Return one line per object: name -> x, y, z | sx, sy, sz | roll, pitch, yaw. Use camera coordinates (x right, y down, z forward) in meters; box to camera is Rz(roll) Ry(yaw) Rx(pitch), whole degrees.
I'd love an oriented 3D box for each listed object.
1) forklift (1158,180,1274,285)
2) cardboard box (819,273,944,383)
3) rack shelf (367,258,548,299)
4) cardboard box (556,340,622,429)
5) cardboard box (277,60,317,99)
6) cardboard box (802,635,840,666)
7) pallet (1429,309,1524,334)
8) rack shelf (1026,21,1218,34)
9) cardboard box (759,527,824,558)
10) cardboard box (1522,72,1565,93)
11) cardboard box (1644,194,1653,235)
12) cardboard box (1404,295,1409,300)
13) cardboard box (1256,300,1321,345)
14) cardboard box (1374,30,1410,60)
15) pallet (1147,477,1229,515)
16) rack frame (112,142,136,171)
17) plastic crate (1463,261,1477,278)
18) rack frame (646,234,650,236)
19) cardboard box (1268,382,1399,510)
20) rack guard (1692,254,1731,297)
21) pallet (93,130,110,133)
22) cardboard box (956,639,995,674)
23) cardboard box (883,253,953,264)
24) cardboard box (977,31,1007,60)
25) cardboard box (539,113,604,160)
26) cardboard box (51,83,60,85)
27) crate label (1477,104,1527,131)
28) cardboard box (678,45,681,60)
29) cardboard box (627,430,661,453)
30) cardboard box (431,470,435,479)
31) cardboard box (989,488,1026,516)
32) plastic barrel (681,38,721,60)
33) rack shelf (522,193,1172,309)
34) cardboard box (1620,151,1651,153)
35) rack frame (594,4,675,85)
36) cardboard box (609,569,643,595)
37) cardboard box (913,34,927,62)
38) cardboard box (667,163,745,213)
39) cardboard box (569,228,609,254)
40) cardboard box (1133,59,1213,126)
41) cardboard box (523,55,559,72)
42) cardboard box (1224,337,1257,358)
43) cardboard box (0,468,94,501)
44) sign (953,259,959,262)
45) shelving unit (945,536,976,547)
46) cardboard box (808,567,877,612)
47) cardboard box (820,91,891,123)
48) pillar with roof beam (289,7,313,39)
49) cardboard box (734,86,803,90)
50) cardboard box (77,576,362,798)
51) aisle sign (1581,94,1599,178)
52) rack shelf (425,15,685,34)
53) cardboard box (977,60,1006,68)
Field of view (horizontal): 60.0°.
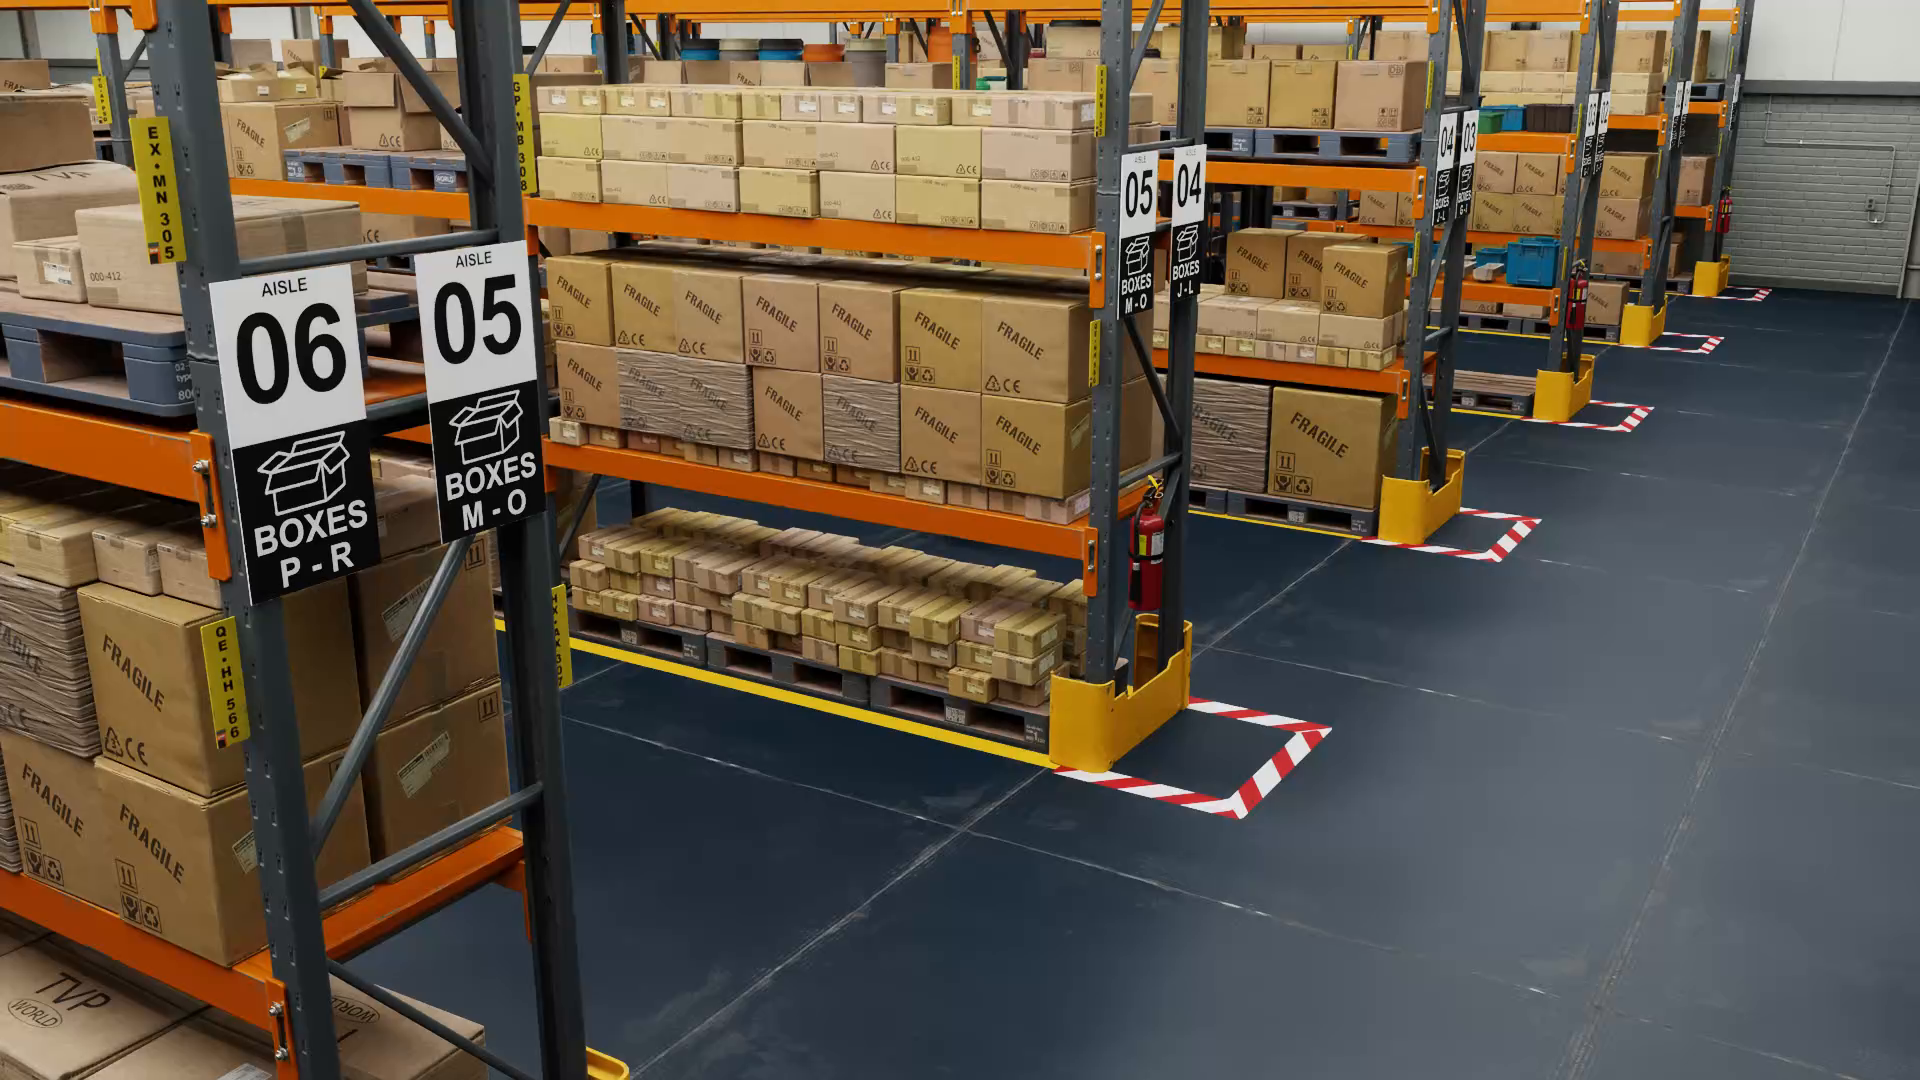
forklift -> 2.335, -2.671, 16.633 | 1.130, 2.935, 3.031 | -8, 19, -24
cardboard box -> -0.427, -1.181, 9.203 | 0.500, 0.500, 0.500 | 11, 20, 33
rack shelf -> -4.866, -2.740, 17.978 | 4.000, 0.370, 1.077 | 10, 20, 30
cardboard box -> -2.145, -1.011, 10.364 | 0.500, 0.500, 0.500 | 10, 19, 29
cardboard box -> -4.918, -3.345, 12.081 | 0.258, 0.266, 0.396 | 10, 20, 30
cardboard box -> -0.727, 0.605, 9.911 | 0.250, 0.149, 0.380 | 11, 20, 31
pallet -> 7.062, -3.000, 22.395 | 1.213, 0.211, 1.003 | 10, 20, 30
rack shelf -> 2.910, -9.099, 29.280 | 4.000, 0.370, 1.077 | 10, 20, 30
cardboard box -> -1.082, 0.052, 10.708 | 0.250, 0.149, 0.380 | 9, 19, 27
cardboard box -> 7.421, -5.787, 21.007 | 0.500, 0.250, 0.500 | 10, 20, 30
cardboard box -> 8.602, -4.197, 21.364 | 0.500, 0.500, 0.500 | 11, 20, 31
cardboard box -> 6.068, -3.622, 23.189 | 0.500, 0.500, 0.500 | 10, 20, 30
cardboard box -> 2.671, -1.719, 13.125 | 0.500, 0.250, 0.500 | 10, 19, 29
cardboard box -> 5.868, -6.521, 22.136 | 0.500, 0.500, 0.700 | 10, 20, 30
pallet -> 1.897, -0.517, 14.220 | 1.213, 0.211, 1.003 | 10, 20, 30
rack frame -> -5.844, -1.567, 12.878 | 0.127, 3.000, 1.000 | 10, 20, 30
plastic crate -> 5.218, -2.819, 17.352 | 0.243, 0.136, 0.396 | 10, 20, 30
rack frame -> -3.979, -4.615, 22.913 | 0.127, 3.000, 1.000 | 10, 20, 30
cardboard box -> 3.068, -0.825, 13.369 | 0.875, 0.875, 0.875 | 10, 20, 30
rack guard -> 11.452, -4.044, 25.333 | 0.348, 0.500, 1.175 | 10, 20, 30
pallet -> -7.375, -3.166, 13.307 | 1.213, 0.211, 1.003 | 11, 20, 33
cardboard box -> 0.179, 0.608, 9.389 | 0.250, 0.149, 0.380 | 10, 19, 29
cardboard box -> -0.302, -2.794, 15.022 | 0.637, 0.503, 0.797 | 10, 19, 29
cardboard box -> 0.637, -9.049, 30.422 | 0.500, 0.500, 0.500 | 8, 19, 25
cardboard box -> -2.151, -2.428, 9.952 | 0.500, 0.250, 0.500 | 11, 20, 32
cardboard box -> -7.644, -3.605, 13.685 | 0.500, 0.311, 0.500 | 9, 19, 28
crate label -> 5.630, -4.374, 17.215 | 0.502, 0.251, 0.408 | 10, 20, 30
cardboard box -> -4.304, -8.114, 28.129 | 0.637, 0.503, 0.797 | 12, 20, 34
cardboard box -> -1.852, -0.666, 10.344 | 0.250, 0.149, 0.380 | 9, 19, 28
cardboard box -> -3.203, -0.373, 11.236 | 0.500, 0.250, 0.500 | 10, 19, 29
cardboard box -> 0.355, -0.257, 8.997 | 0.250, 0.149, 0.380 | 10, 20, 30
plastic barrel -> -3.432, -6.267, 22.327 | 0.708, 0.901, 0.600 | 10, 20, 30
rack shelf -> -0.731, -1.745, 9.543 | 4.000, 0.370, 1.077 | 10, 20, 30
cardboard box -> 10.366, -5.570, 25.541 | 0.700, 0.700, 0.980 | 10, 20, 30
rack frame -> -3.162, -5.650, 16.000 | 0.127, 3.000, 1.000 | 10, 20, 30
cardboard box -> -2.031, 0.213, 10.690 | 0.250, 0.149, 0.380 | 10, 20, 30
cardboard box -> -0.381, -7.580, 25.759 | 0.500, 0.500, 0.500 | 12, 21, 35
cardboard box -> -1.314, -2.028, 9.494 | 0.500, 0.250, 0.500 | 11, 20, 32
cardboard box -> -3.643, -3.101, 17.034 | 0.500, 0.500, 0.500 | 8, 18, 23
cardboard box -> 1.772, -3.602, 13.350 | 0.500, 0.500, 0.700 | 11, 20, 32
cardboard box -> -4.142, -4.588, 16.632 | 0.500, 0.500, 0.500 | 10, 20, 30
cardboard box -> 2.308, -1.570, 13.323 | 0.250, 0.149, 0.380 | 10, 19, 29
cardboard box -> -2.814, -0.107, 5.065 | 0.250, 0.149, 0.380 | 10, 20, 30
sign -> -0.029, -2.552, 14.265 | 0.005, 0.325, 0.100 | 10, 20, 30
shelving unit -> 0.046, -0.494, 12.702 | 0.252, 1.050, 0.215 | 10, 20, 30
cardboard box -> -0.694, 0.301, 9.889 | 0.250, 0.149, 0.380 | 9, 19, 28
cardboard box -> -0.539, -2.324, 8.922 | 0.250, 0.149, 0.380 | 11, 20, 31
pillar with roof beam -> -18.744, -12.327, 37.980 | 0.400, 9.000, 9.100 | 10, 20, 30
cardboard box -> -1.133, -2.615, 9.882 | 0.250, 0.149, 0.380 | 9, 19, 28
cardboard box -> -2.067, 0.351, 4.673 | 0.500, 0.500, 0.500 | 11, 20, 32
aisle sign -> 6.155, -3.950, 16.252 | 0.004, 0.787, 0.394 | 10, 20, 30
rack shelf -> -5.683, -7.254, 23.206 | 4.000, 0.370, 1.077 | 10, 20, 30
cardboard box -> 0.644, -8.577, 30.590 | 0.500, 0.500, 0.500 | 11, 20, 32
